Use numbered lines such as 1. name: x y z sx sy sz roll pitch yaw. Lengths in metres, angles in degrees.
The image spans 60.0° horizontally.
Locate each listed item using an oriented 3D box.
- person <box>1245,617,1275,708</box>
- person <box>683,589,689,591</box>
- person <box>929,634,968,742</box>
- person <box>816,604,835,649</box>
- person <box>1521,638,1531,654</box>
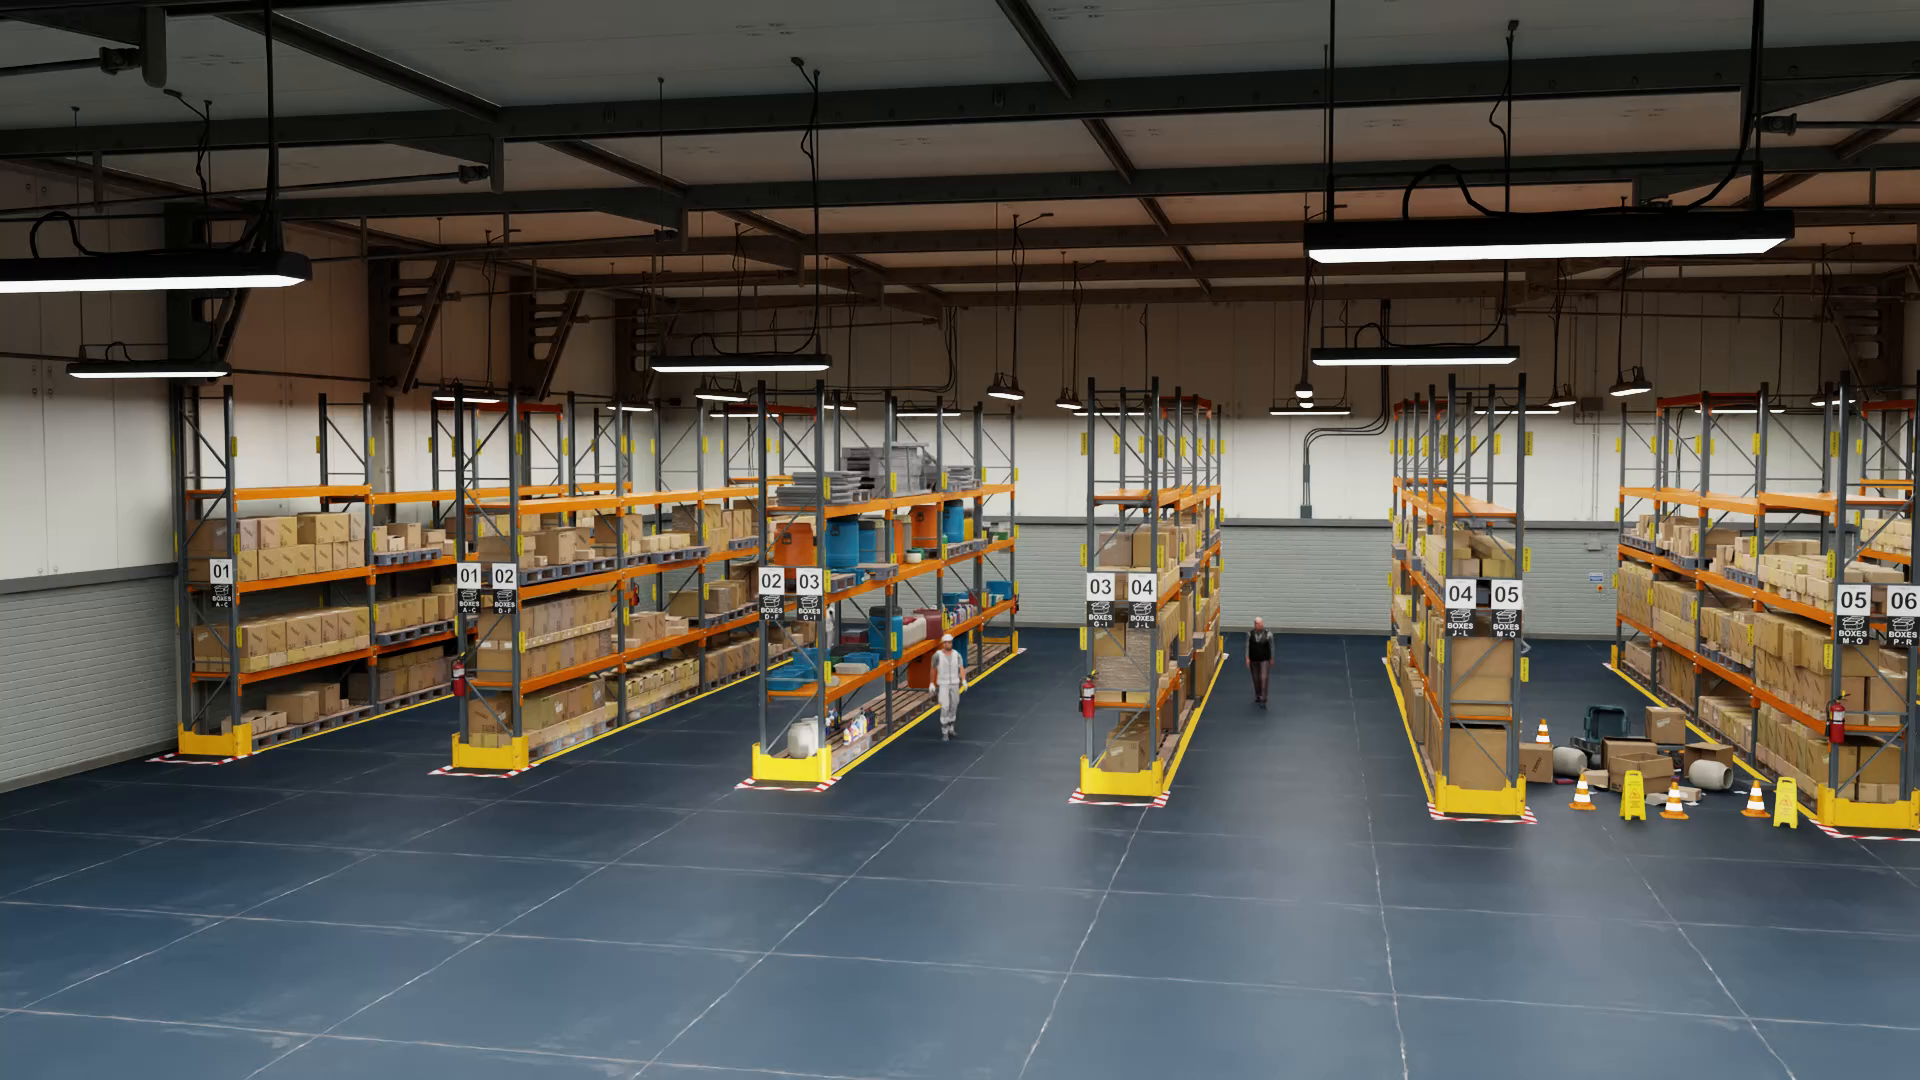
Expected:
1. person: 5.761 2.338 32.094 0.554 1.681 0.919 2 4 25
2. person: -6.318 1.984 38.848 0.654 1.710 0.665 1 3 16
3. person: -0.199 2.533 28.507 0.595 1.844 0.569 -1 3 -22
4. person: -3.015 2.059 37.624 0.435 1.629 1.045 1 3 11
5. person: 13.079 1.927 39.453 0.995 1.733 0.575 0 3 1
